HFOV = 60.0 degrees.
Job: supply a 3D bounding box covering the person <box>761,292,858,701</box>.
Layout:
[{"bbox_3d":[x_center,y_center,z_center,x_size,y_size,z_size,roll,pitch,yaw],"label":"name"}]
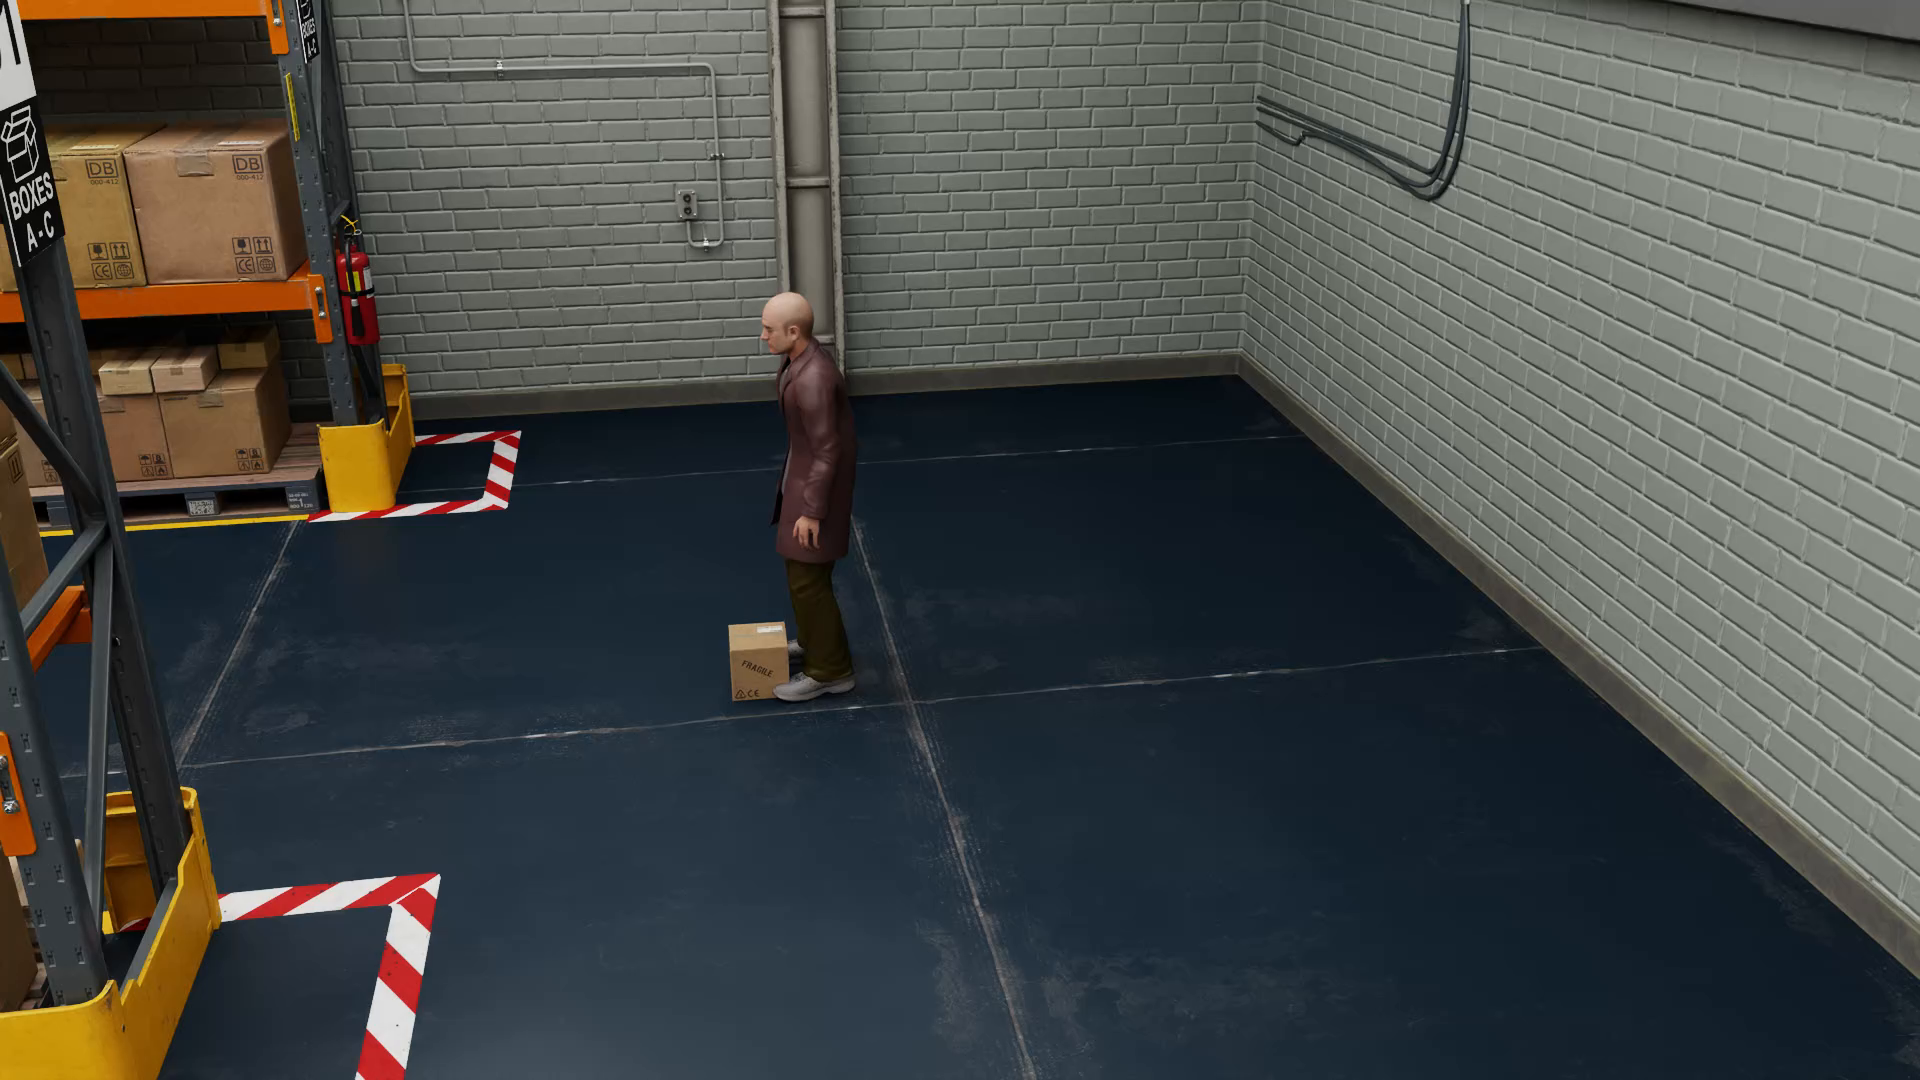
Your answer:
[{"bbox_3d":[-0.643,-0.190,7.062,0.417,1.773,0.651,-5,23,-11],"label":"person"}]
